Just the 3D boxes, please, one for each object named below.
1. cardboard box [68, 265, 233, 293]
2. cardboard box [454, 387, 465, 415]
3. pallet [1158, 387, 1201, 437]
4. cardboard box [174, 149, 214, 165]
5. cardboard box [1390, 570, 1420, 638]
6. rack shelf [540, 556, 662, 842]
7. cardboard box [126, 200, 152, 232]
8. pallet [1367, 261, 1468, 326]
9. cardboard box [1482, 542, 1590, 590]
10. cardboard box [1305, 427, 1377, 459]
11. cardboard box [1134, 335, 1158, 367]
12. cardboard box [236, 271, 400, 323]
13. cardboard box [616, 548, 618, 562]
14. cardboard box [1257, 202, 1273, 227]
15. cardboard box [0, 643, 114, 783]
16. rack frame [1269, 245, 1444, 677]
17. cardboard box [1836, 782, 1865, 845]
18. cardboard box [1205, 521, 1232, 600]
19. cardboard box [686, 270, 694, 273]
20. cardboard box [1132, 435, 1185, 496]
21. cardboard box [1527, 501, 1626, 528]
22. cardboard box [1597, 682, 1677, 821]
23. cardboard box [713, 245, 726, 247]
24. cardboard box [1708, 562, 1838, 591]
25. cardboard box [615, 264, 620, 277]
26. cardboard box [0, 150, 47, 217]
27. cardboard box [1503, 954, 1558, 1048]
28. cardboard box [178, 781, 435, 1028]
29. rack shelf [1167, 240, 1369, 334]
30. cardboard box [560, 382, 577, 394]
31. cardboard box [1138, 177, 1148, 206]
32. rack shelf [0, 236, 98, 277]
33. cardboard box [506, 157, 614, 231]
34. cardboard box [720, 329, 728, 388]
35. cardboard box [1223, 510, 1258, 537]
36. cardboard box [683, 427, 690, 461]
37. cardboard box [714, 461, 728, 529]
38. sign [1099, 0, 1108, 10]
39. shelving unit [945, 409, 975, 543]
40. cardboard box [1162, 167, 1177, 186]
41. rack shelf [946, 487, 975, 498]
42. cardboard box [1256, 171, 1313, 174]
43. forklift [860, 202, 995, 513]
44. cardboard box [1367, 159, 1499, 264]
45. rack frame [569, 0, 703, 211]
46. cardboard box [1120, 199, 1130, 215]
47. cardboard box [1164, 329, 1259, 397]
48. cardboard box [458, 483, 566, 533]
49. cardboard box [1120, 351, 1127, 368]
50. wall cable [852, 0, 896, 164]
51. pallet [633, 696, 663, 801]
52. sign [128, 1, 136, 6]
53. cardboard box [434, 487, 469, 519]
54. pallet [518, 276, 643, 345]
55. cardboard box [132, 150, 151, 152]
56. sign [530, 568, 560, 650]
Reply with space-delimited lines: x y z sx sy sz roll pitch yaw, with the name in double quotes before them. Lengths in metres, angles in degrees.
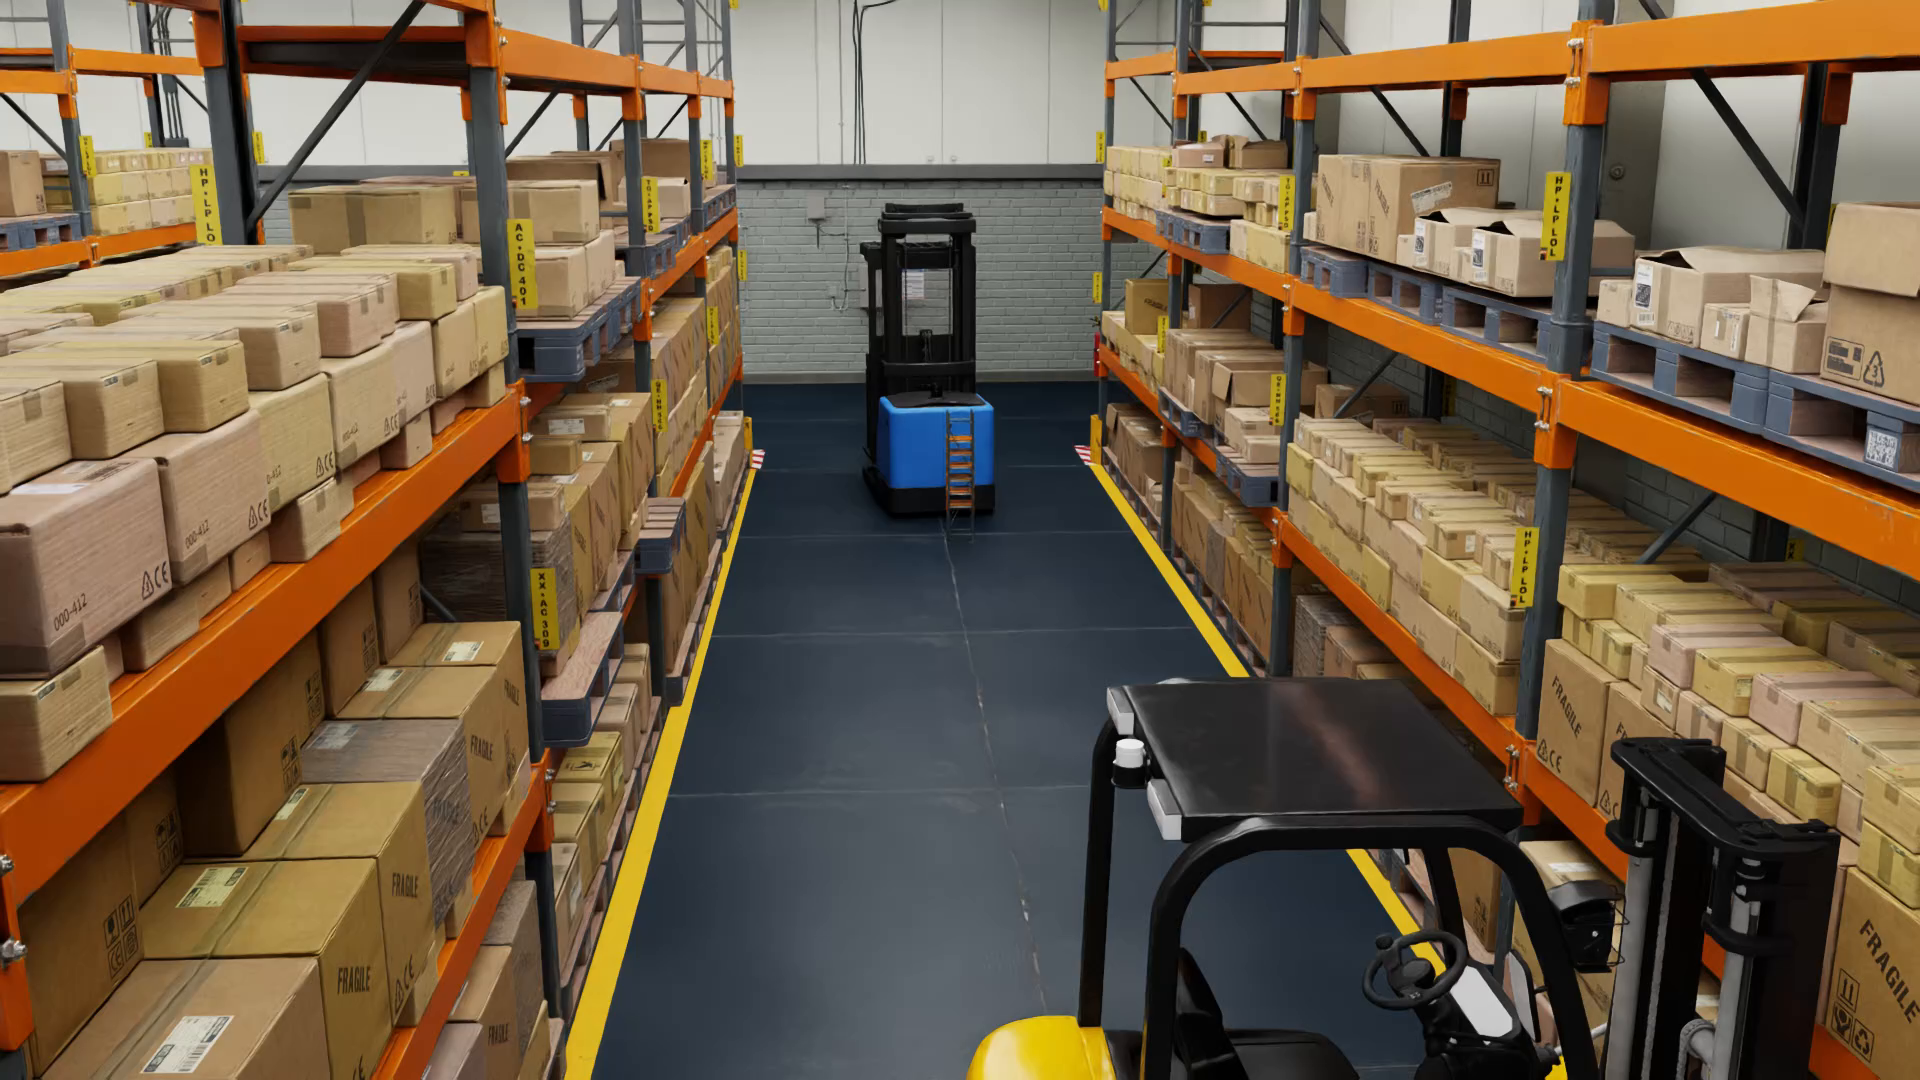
"cardboard box" -2.419 -0.740 4.991 0.380 0.149 0.250 -1 14 -4
"cardboard box" -1.903 -0.495 5.639 0.380 0.149 0.250 -1 14 -3
"pallet" 2.244 -1.076 13.797 1.003 0.211 1.213 -1 14 -3
"cardboard box" -7.460 -3.731 16.210 0.380 0.149 0.250 -1 14 -3
"cardboard box" 2.470 0.323 8.277 0.500 0.250 0.500 -1 14 -3
"rack shelf" -2.278 0.549 8.541 1.077 0.370 4.000 -1 14 -3
"cardboard box" -7.390 -2.814 14.448 0.500 0.250 0.500 -1 14 -4
"pallet" 2.755 -1.290 8.604 1.003 0.211 1.213 0 14 -1
"cardboard box" 2.523 0.112 7.291 0.380 0.149 0.250 -1 14 -4
"cardboard box" 2.295 -0.587 10.009 0.380 0.149 0.250 -1 14 -2
"cardboard box" 1.965 -1.812 15.977 0.500 0.250 0.500 -1 14 -4
"cardboard box" -1.837 -0.685 4.777 0.380 0.149 0.250 -1 14 -5
"cardboard box" -1.972 0.083 8.567 0.380 0.149 0.250 -1 14 -5
"cardboard box" 2.243 -2.224 11.354 0.380 0.149 0.250 -1 14 -3
"cardboard box" -1.603 0.274 2.649 0.380 0.149 0.250 -1 14 -3
"rack frame" 2.552 -0.374 10.686 1.000 3.000 0.127 -1 14 -3
"cardboard box" 2.717 0.789 4.663 0.380 0.149 0.250 -1 14 -4
"cardboard box" 2.204 0.147 12.832 0.500 0.500 0.500 -1 14 -5
"cardboard box" -2.443 -2.284 14.600 0.380 0.149 0.250 -1 14 -3
"cardboard box" 2.078 -0.732 16.249 0.700 0.500 0.500 -1 14 -6
"cardboard box" 2.986 -0.088 8.070 0.380 0.149 0.250 -1 14 -3
"cardboard box" 2.615 0.816 5.860 0.500 0.500 0.500 -1 14 -2
"cardboard box" -2.636 -2.984 17.320 0.380 0.149 0.250 -1 14 -2
"cardboard box" 3.121 0.188 6.398 0.380 0.149 0.250 -1 14 -3
"cardboard box" -2.150 -1.491 9.510 0.380 0.149 0.250 -1 14 -3
"cardboard box" -7.671 -2.799 13.044 0.700 0.500 0.500 -1 14 -3
"cardboard box" 2.499 1.874 6.622 0.500 0.250 0.500 -1 14 -3
"cardboard box" -1.767 0.996 4.560 0.500 0.500 0.500 -1 14 -5
"rack shelf" 2.428 -1.976 12.335 1.077 0.370 4.000 -1 14 -3
"cardboard box" -2.695 -0.954 10.731 0.500 0.500 0.500 -1 14 -5
"cardboard box" 1.961 -3.266 15.609 0.500 0.250 0.500 -1 14 -2
"rack shelf" -7.460 -1.797 11.639 1.077 0.370 4.000 -1 14 -3
"cardboard box" -2.653 -2.245 10.891 0.700 0.500 0.500 -2 15 -6
"cardboard box" -2.469 -1.710 15.675 0.500 0.500 0.500 -1 14 -3
"cardboard box" 2.214 -0.131 12.610 0.380 0.149 0.250 -2 15 -6
"cardboard box" -2.292 -0.731 12.371 0.500 0.250 0.500 -1 14 -3
"cardboard box" -2.582 -0.412 15.131 0.875 0.438 0.875 -1 14 -4
"sign" 1.514 -5.752 17.512 0.100 0.325 0.005 -1 14 -3
"shelving unit" 0.001 -0.577 15.087 0.258 1.200 0.189 -1 14 -3
"cardboard box" 1.885 -3.015 13.793 0.380 0.149 0.250 0 14 -2
"rack shelf" 0.001 -0.418 15.127 0.258 0.103 0.180 -1 14 -3
"cardboard box" 2.499 -2.767 12.828 0.380 0.149 0.250 -1 14 -5
"forklift" -0.427 -2.002 17.147 1.130 2.935 3.031 -3 15 -10
"cardboard box" 2.416 -1.690 8.536 0.500 0.500 0.500 -1 14 -2
"rack frame" -2.650 -4.197 13.503 1.000 3.000 0.127 -1 14 -3
"cardboard box" 1.821 -3.355 16.753 0.380 0.149 0.250 -1 14 -4
"cardboard box" 2.111 -1.497 14.006 0.700 0.500 0.500 -1 14 -2
"cardboard box" -1.831 -0.135 6.811 0.380 0.149 0.250 -1 14 -4
"cardboard box" 1.833 -1.835 16.867 0.380 0.149 0.250 -1 14 -5
"wall cable" 0.002 -6.665 23.019 2.988 3.039 0.133 -1 14 -3
"pallet" -2.355 1.248 9.976 1.003 0.211 1.213 -1 14 -3
"sign" -8.374 -5.573 16.816 0.100 0.325 0.005 -1 14 -3
"cardboard box" -2.444 0.067 7.328 0.500 0.500 0.500 -1 14 -3
"pallet" -2.154 -1.077 7.773 1.213 0.211 1.003 -1 14 -3
"cardboard box" -7.962 -3.661 15.937 0.380 0.149 0.250 0 14 -2
"sign" -1.613 0.268 6.450 0.100 0.325 0.005 -1 14 -3
